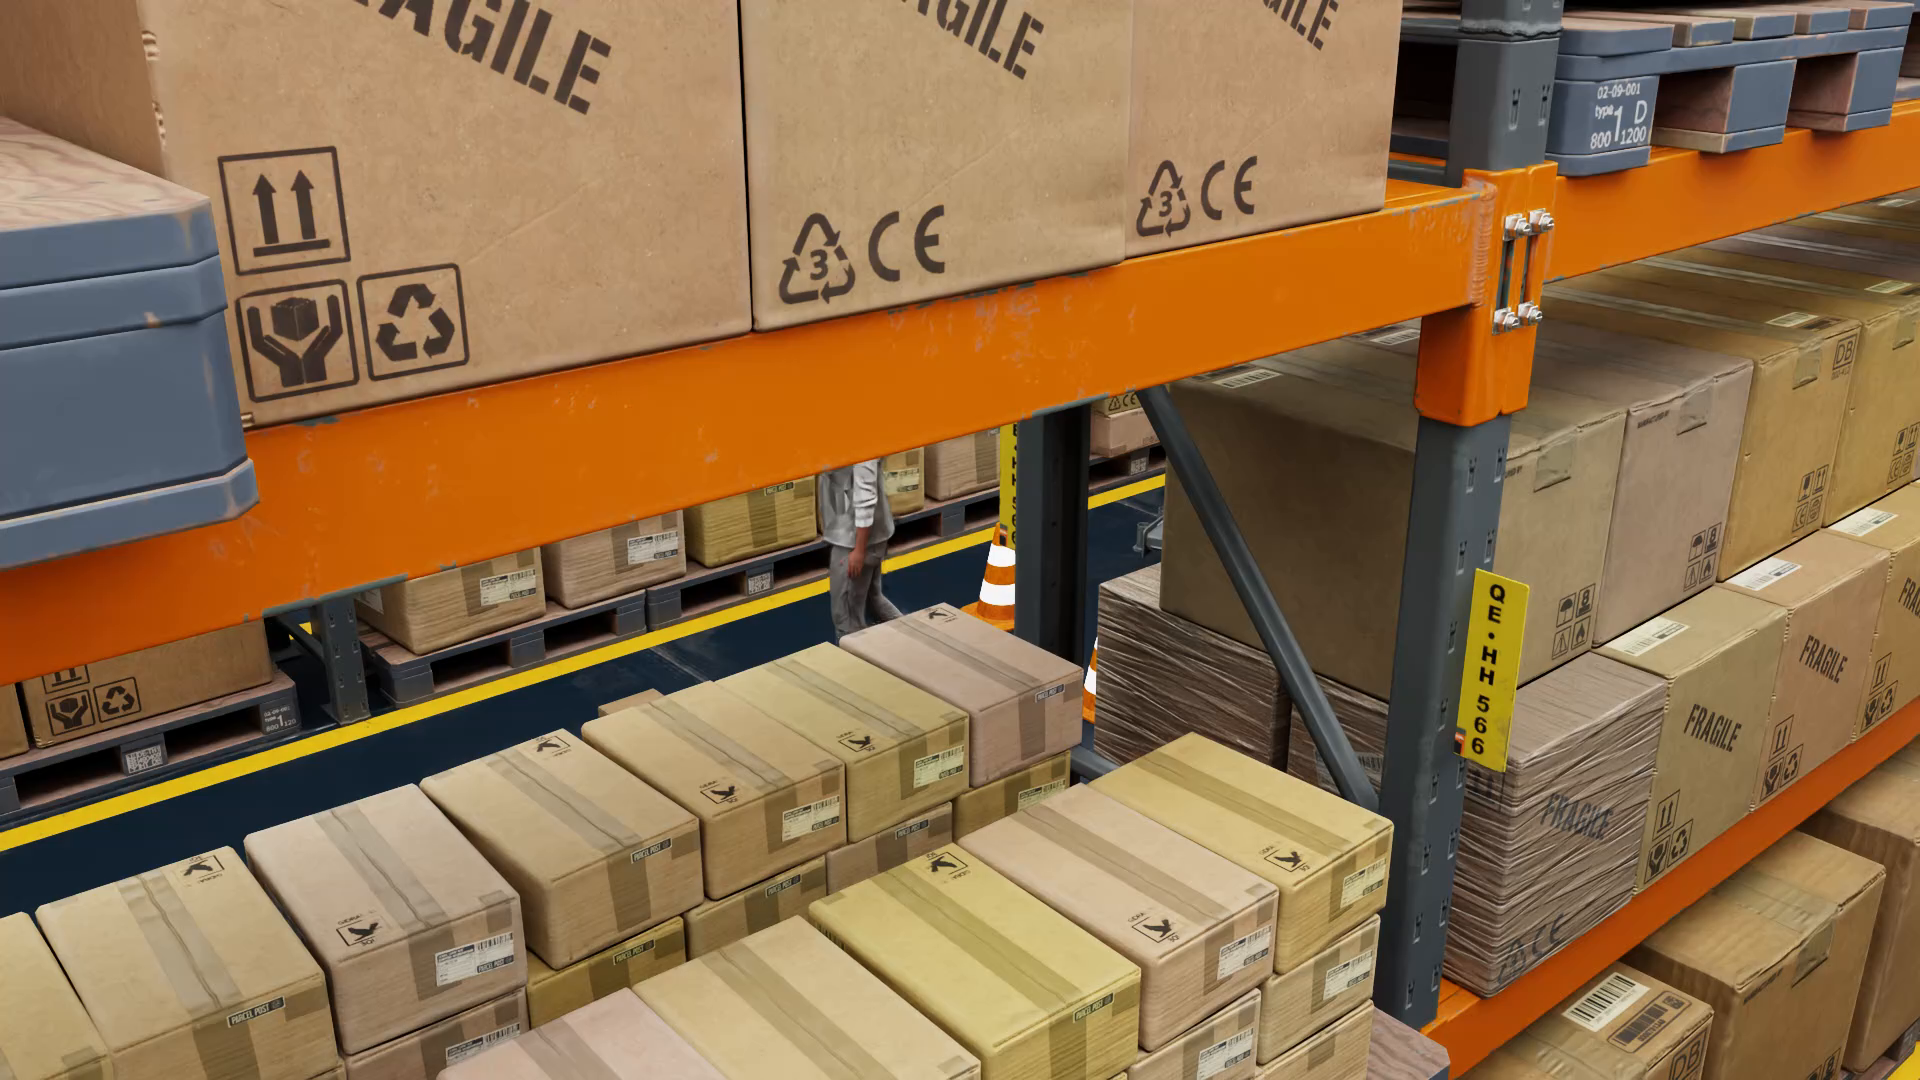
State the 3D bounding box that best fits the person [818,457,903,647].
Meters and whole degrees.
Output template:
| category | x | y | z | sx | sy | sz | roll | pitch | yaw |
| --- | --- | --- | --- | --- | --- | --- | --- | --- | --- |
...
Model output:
| category | x | y | z | sx | sy | sz | roll | pitch | yaw |
| --- | --- | --- | --- | --- | --- | --- | --- | --- | --- |
| person | -0.378 | -0.024 | 6.632 | 0.568 | 1.598 | 0.451 | 0 | 21 | 0 |
